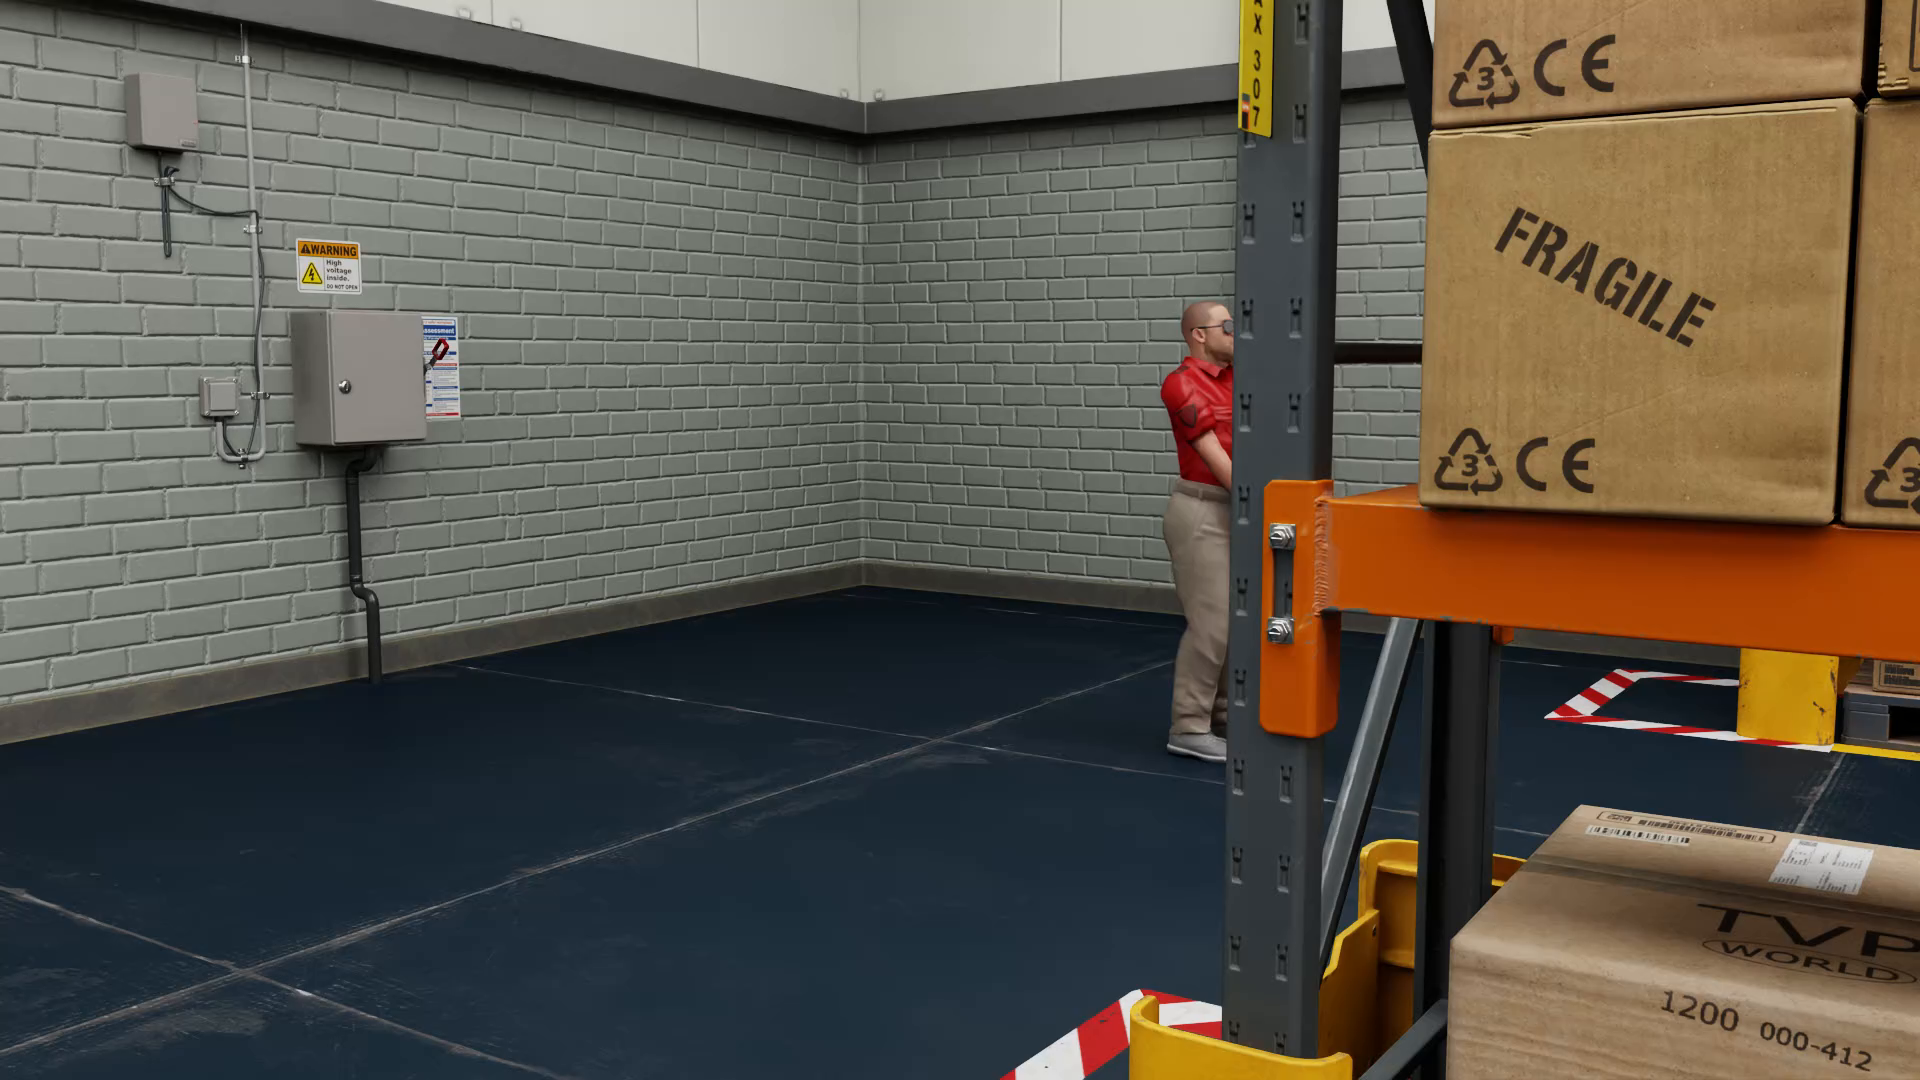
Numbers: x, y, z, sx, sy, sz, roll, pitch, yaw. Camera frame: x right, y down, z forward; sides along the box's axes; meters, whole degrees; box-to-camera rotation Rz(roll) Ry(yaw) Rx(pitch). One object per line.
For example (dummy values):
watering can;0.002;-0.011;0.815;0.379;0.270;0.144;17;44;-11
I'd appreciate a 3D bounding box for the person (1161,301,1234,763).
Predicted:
person;1.062;-0.041;6.282;0.538;1.712;0.493;4;8;34
